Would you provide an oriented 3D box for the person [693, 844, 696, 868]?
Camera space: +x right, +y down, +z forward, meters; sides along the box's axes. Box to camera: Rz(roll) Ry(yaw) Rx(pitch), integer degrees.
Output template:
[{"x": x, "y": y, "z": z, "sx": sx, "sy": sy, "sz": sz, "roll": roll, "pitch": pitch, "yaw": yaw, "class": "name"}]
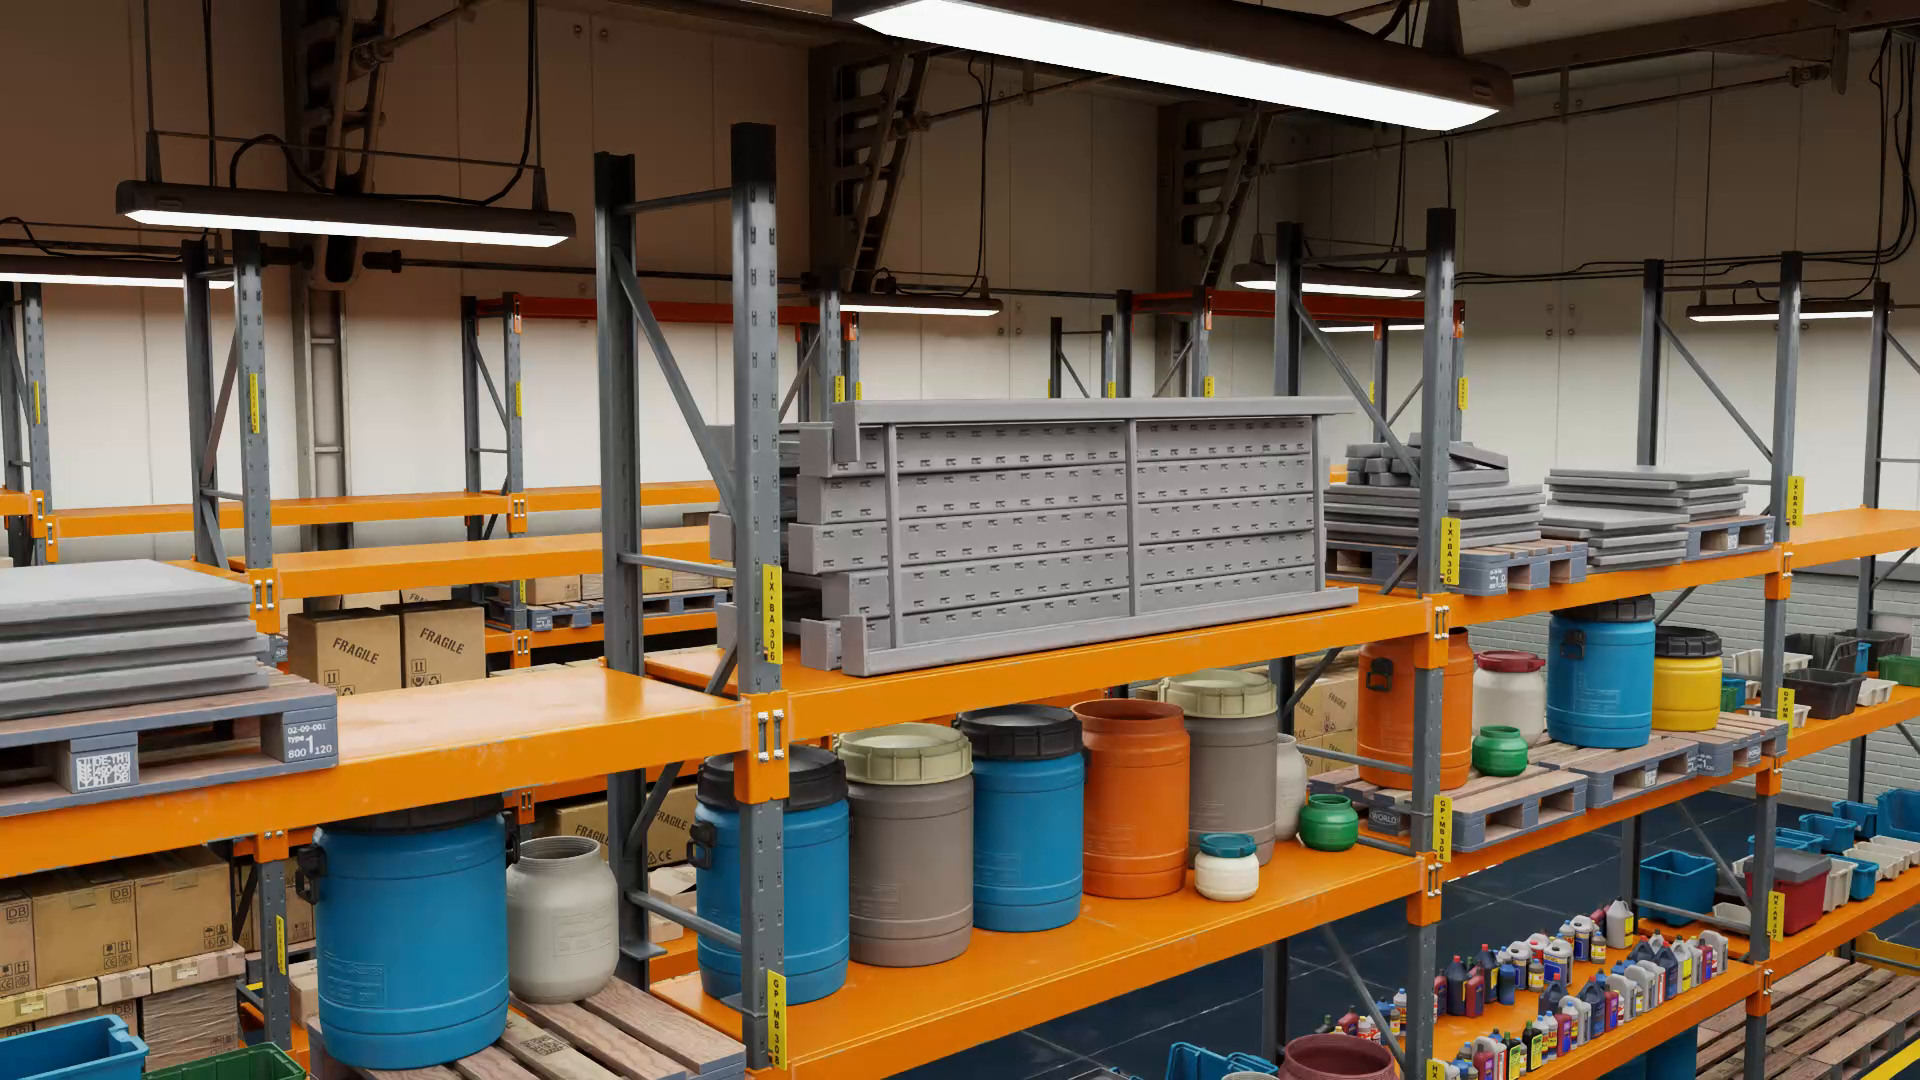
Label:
[{"x": -2.125, "y": 2.887, "z": 14.816, "sx": 0.719, "sy": 1.751, "sz": 0.975, "roll": 4, "pitch": 7, "yaw": 37, "class": "person"}]
